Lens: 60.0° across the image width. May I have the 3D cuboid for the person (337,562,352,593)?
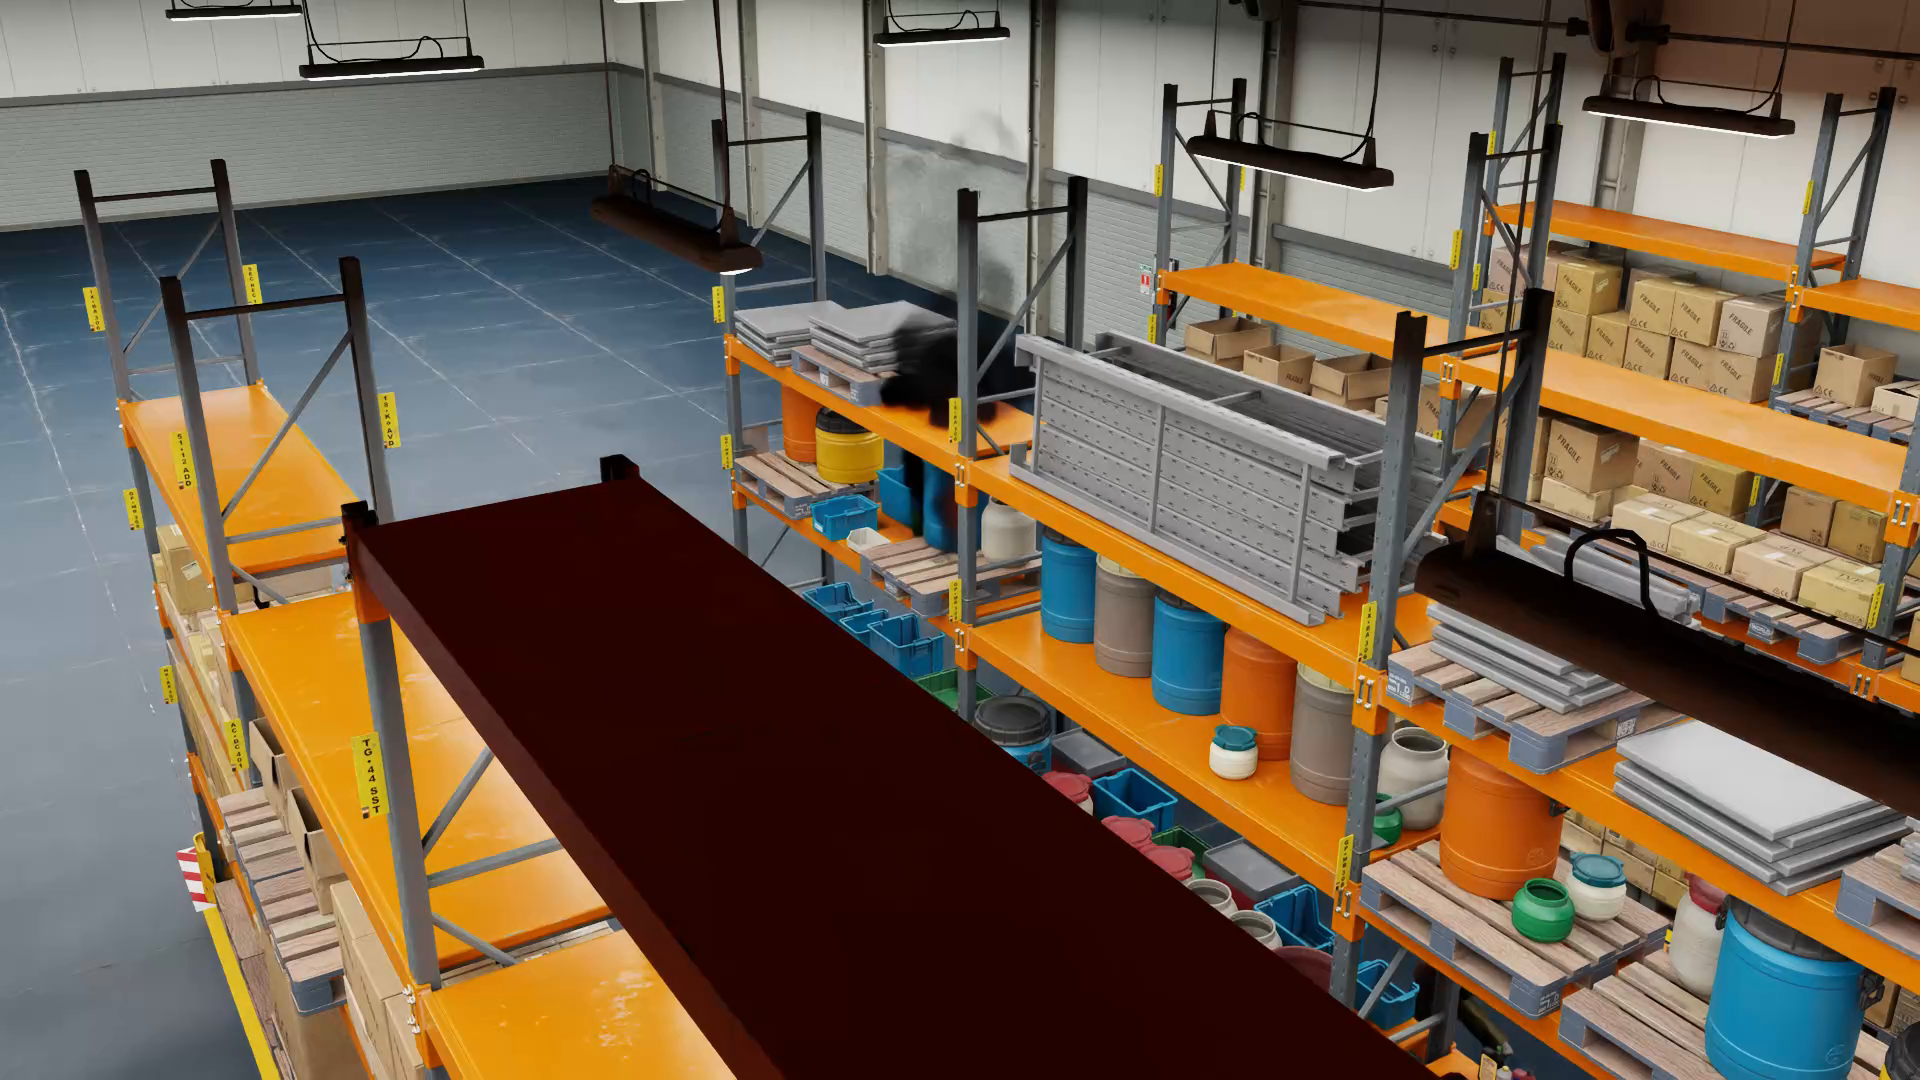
[{"bbox_3d":[-6.341,0.591,17.897,0.662,1.561,0.565,0,22,1],"label":"person"}]

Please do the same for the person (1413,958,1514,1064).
[{"bbox_3d":[3.494,2.967,11.667,0.725,1.753,0.984,-13,25,-29],"label":"person"}]
